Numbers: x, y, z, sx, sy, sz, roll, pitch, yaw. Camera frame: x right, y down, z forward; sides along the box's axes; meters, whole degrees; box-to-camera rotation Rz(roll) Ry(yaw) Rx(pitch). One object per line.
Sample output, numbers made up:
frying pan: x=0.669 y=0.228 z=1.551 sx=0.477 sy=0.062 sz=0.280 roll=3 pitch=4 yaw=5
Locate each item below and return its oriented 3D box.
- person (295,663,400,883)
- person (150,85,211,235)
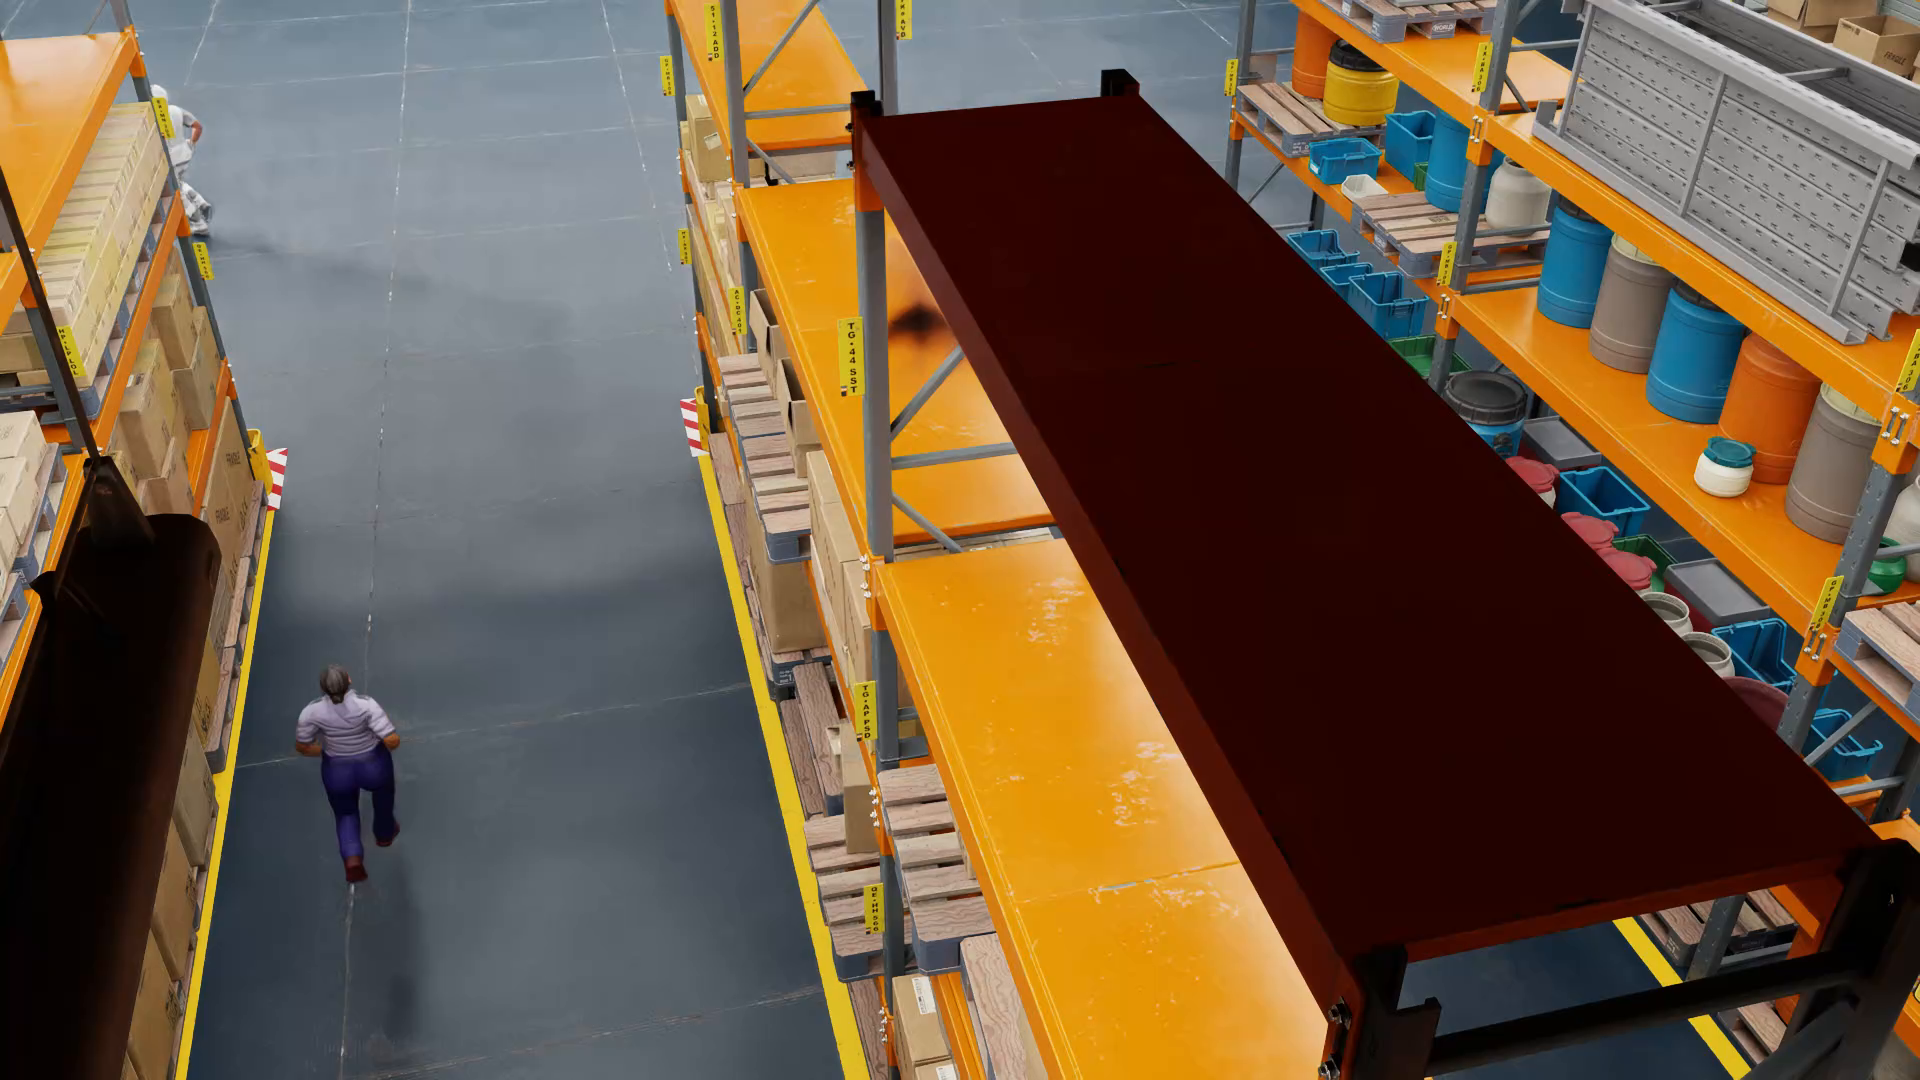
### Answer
person: x=-3.668 y=1.425 z=10.128 sx=0.598 sy=1.627 sz=0.859 roll=-10 pitch=36 yaw=-14
person: x=-8.948 y=-4.314 z=18.838 sx=0.589 sy=1.743 sz=0.647 roll=12 pitch=36 yaw=17
